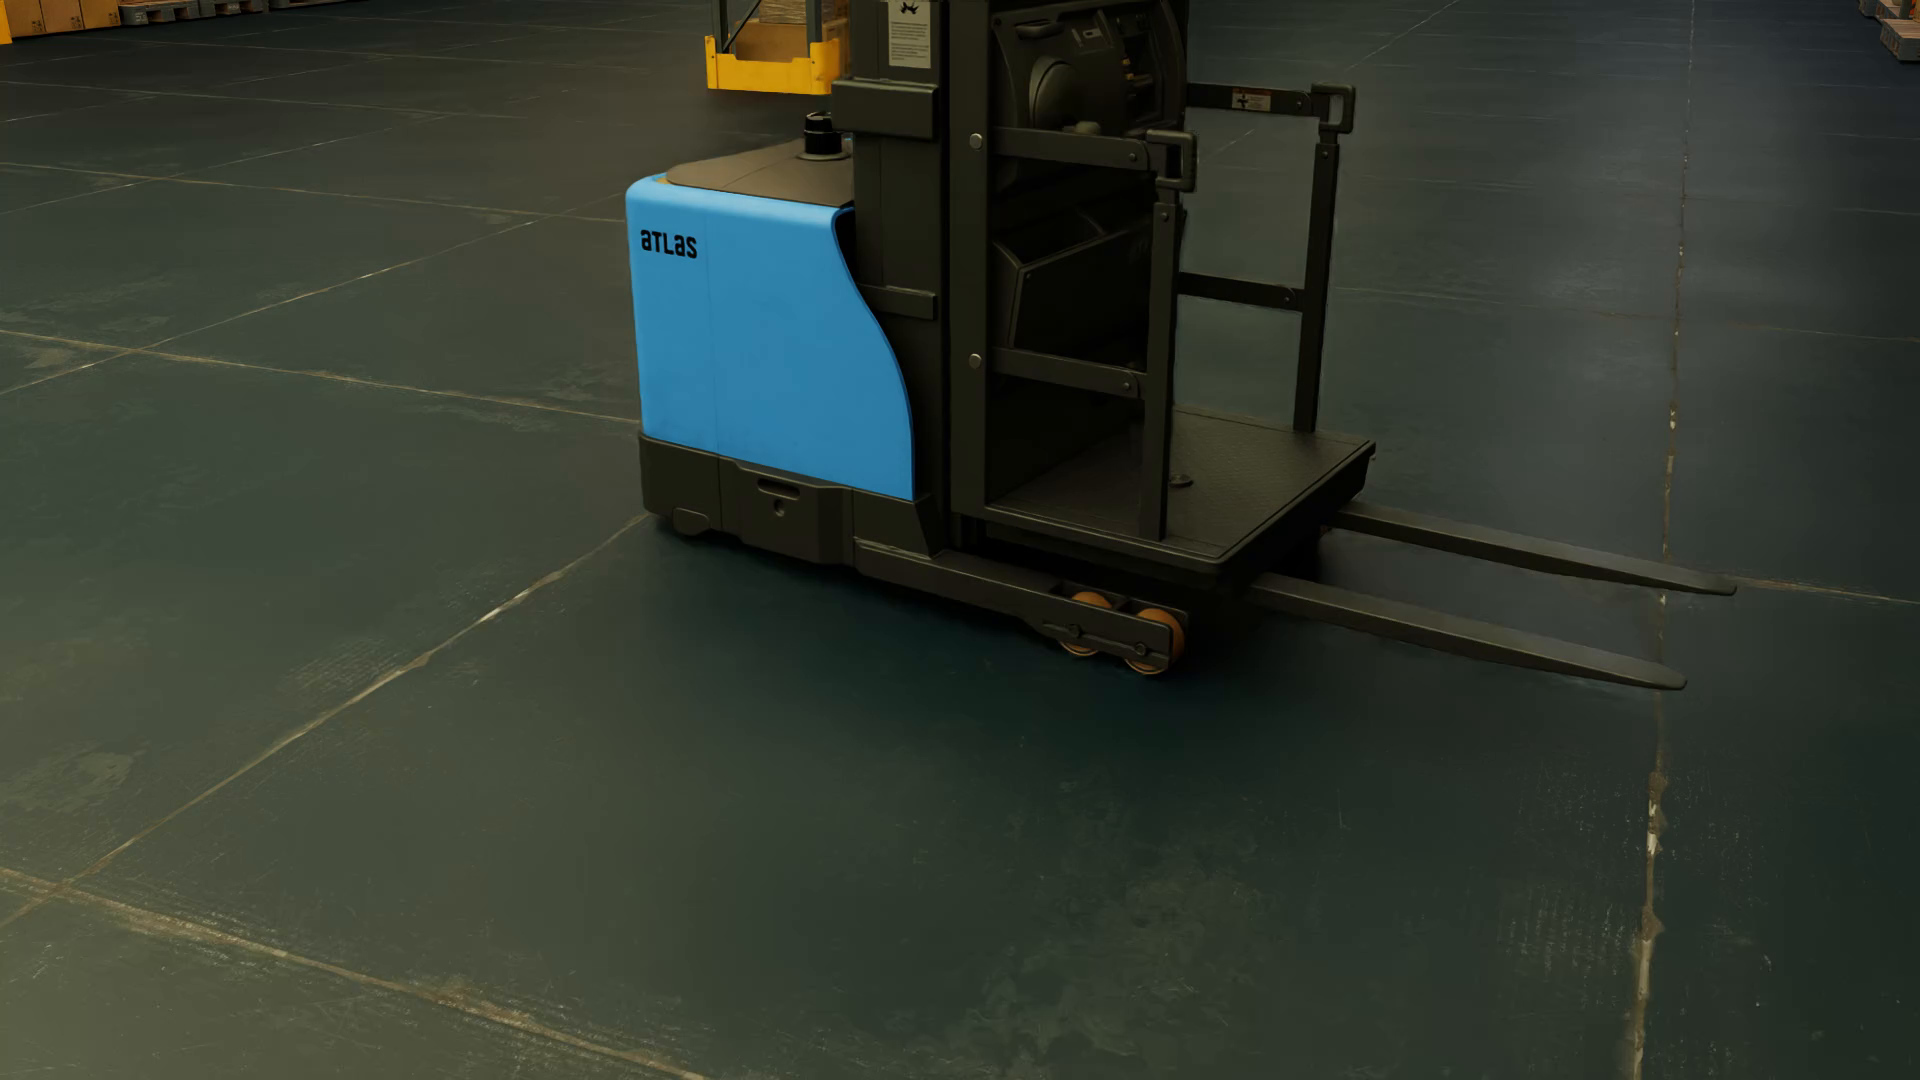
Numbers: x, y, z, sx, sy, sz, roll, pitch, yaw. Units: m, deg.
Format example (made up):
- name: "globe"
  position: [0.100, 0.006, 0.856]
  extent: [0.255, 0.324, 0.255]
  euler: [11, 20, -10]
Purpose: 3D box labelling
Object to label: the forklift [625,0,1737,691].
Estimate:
- name: "forklift"
  position: [0.529, -1.240, 4.259]
  extent: [3.031, 2.935, 1.130]
  euler: [14, 27, 30]
